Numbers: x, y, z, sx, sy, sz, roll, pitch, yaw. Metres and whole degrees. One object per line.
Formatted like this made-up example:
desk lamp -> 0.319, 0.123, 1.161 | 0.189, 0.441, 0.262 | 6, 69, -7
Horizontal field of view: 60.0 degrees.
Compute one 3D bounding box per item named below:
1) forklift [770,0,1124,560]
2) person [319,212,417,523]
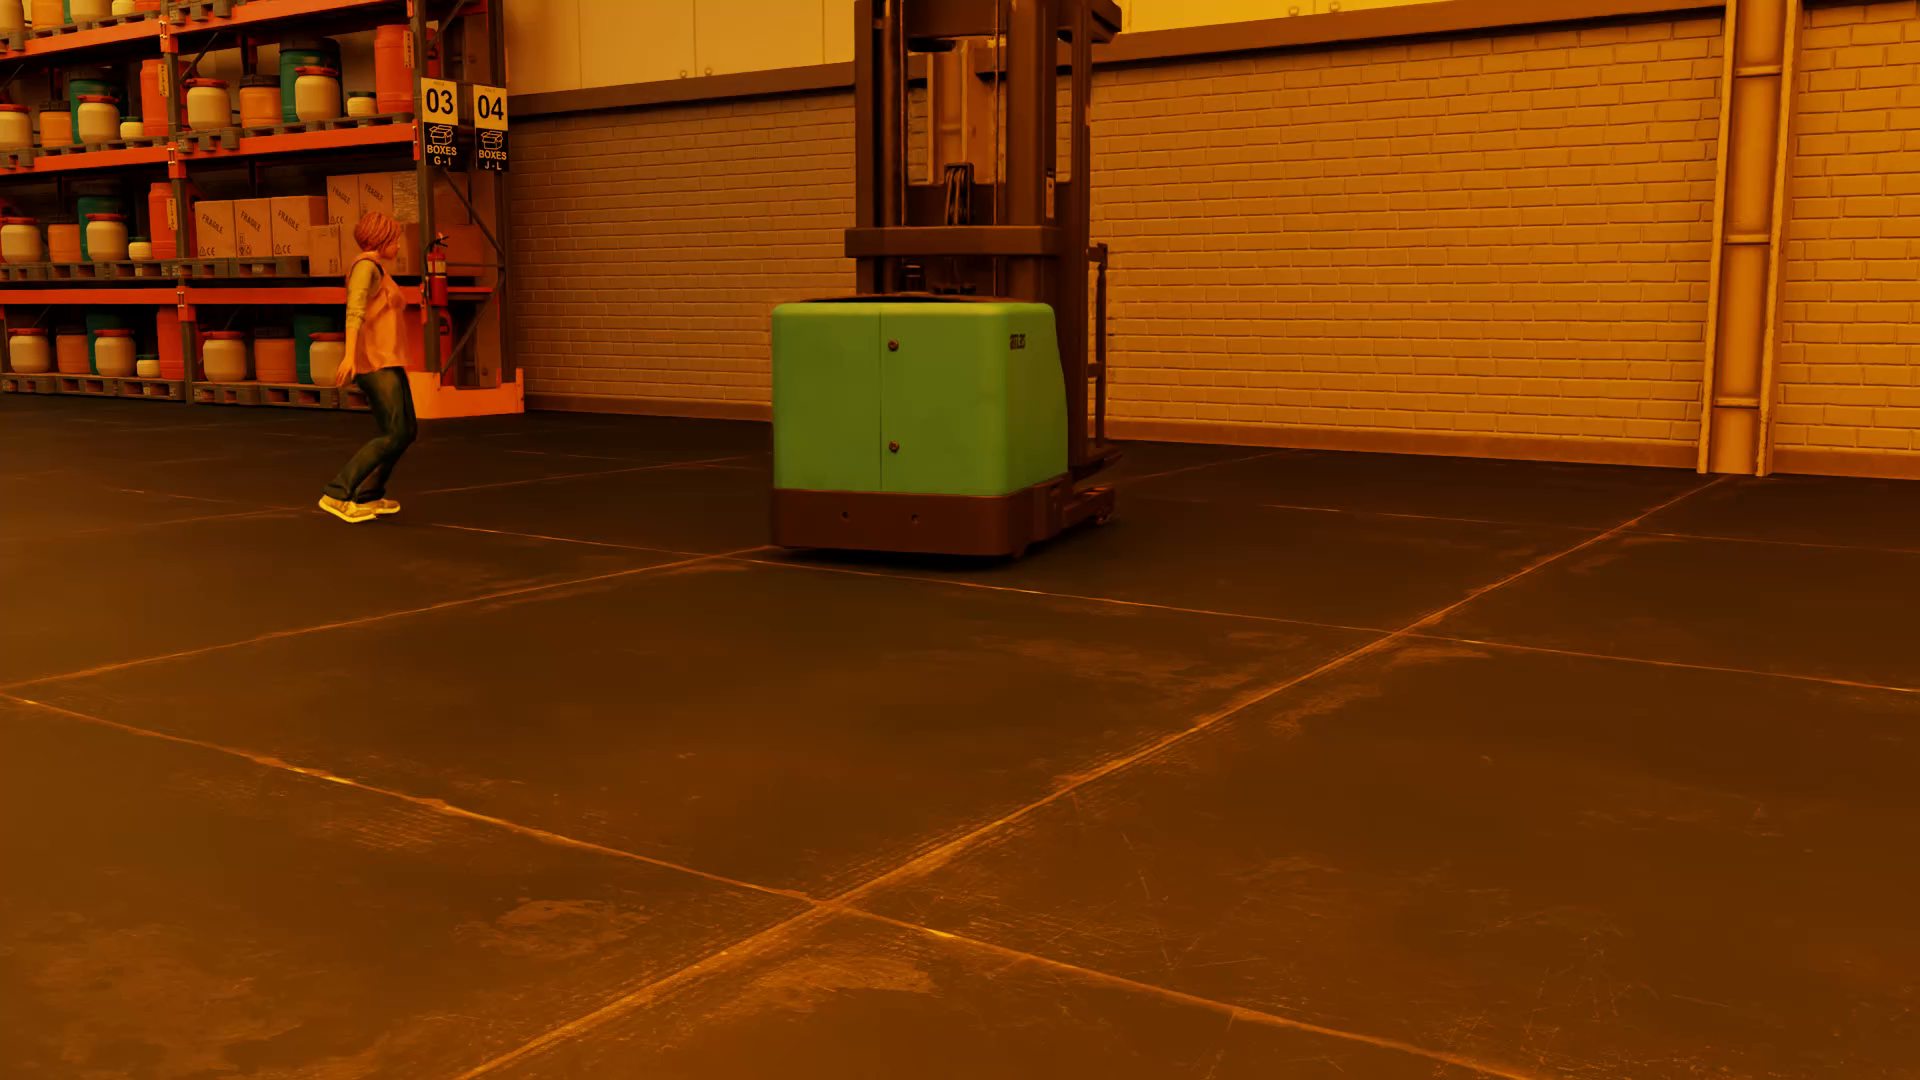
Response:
forklift -> 0.142, -1.537, 8.002 | 1.130, 2.935, 3.031 | 3, 8, 18
person -> -2.943, -0.849, 8.200 | 0.437, 1.524, 0.744 | -1, 8, -9
